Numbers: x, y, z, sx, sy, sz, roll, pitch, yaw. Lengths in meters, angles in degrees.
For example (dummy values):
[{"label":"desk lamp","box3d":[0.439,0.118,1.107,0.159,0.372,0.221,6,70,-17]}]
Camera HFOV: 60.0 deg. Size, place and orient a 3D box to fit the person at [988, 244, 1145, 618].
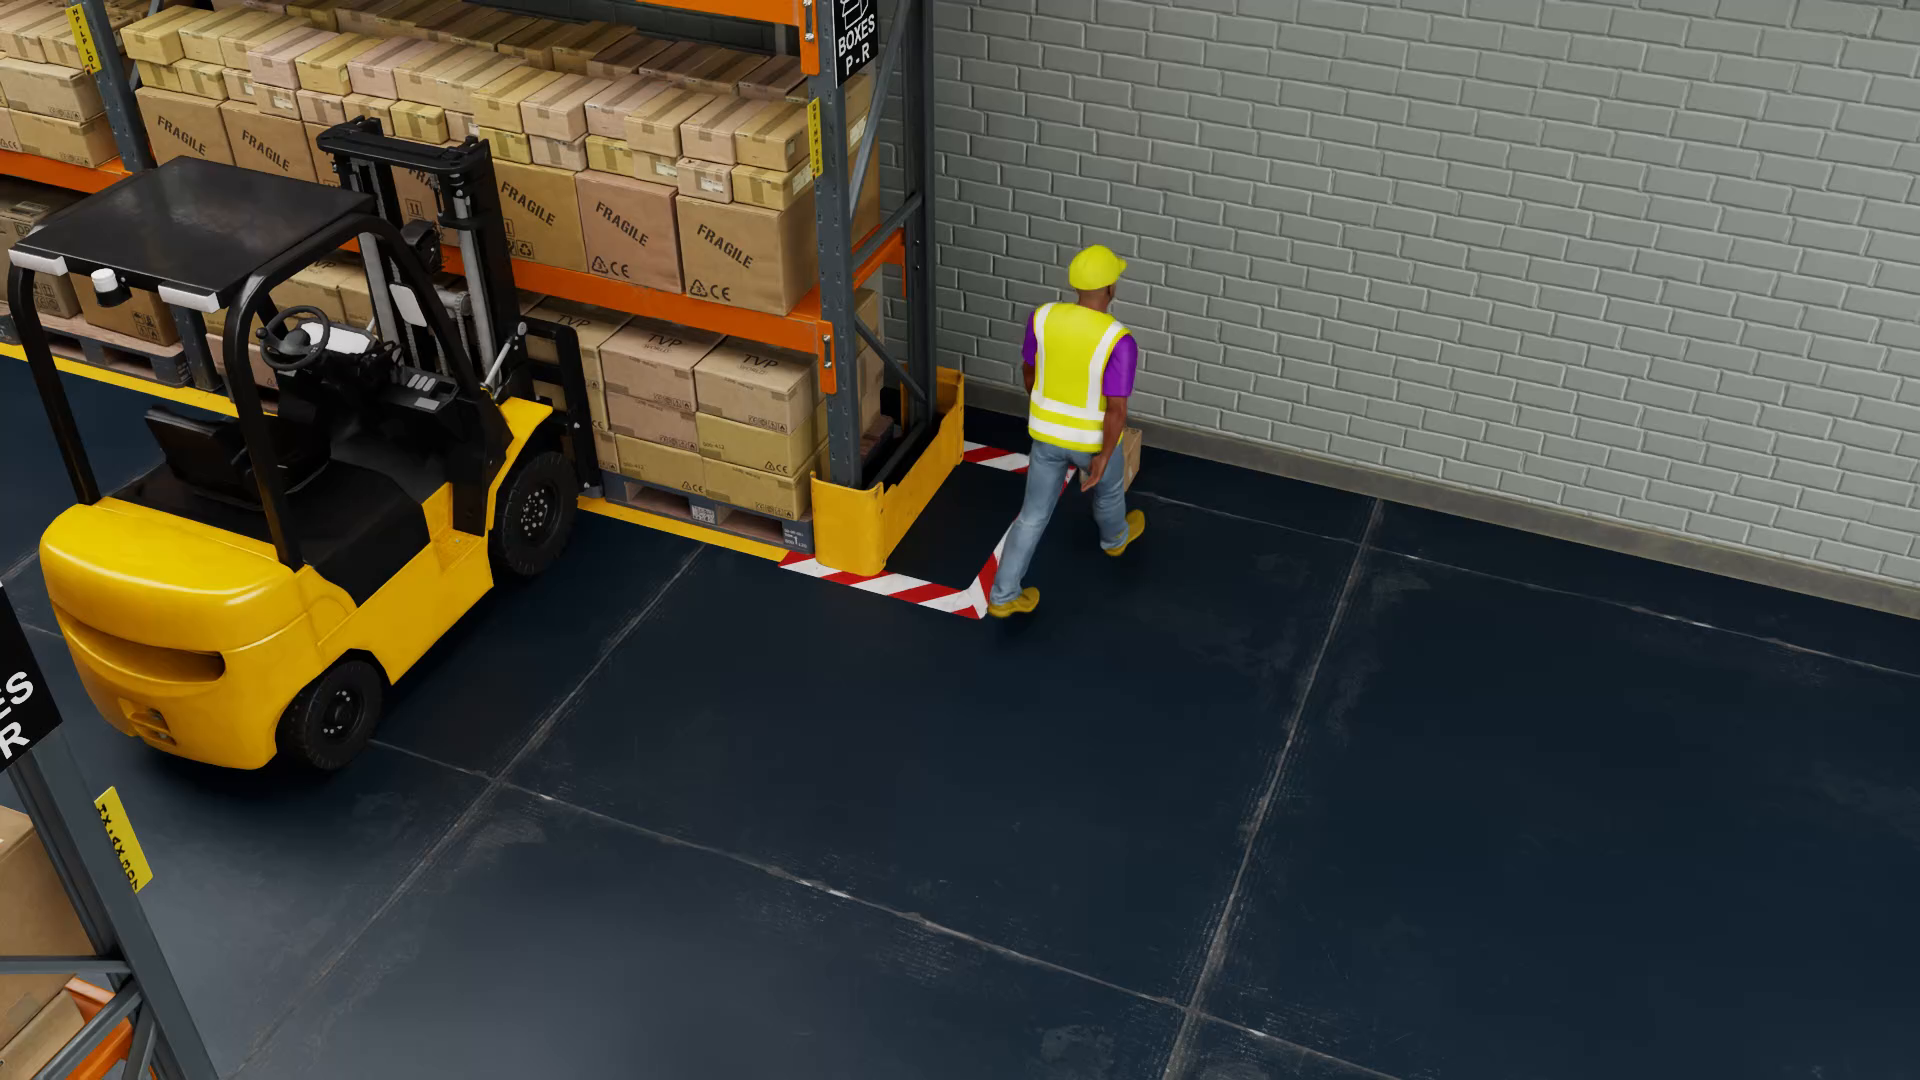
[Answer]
[{"label":"person","box3d":[0.520,-0.504,7.473,0.569,1.706,1.057,17,40,21]}]
